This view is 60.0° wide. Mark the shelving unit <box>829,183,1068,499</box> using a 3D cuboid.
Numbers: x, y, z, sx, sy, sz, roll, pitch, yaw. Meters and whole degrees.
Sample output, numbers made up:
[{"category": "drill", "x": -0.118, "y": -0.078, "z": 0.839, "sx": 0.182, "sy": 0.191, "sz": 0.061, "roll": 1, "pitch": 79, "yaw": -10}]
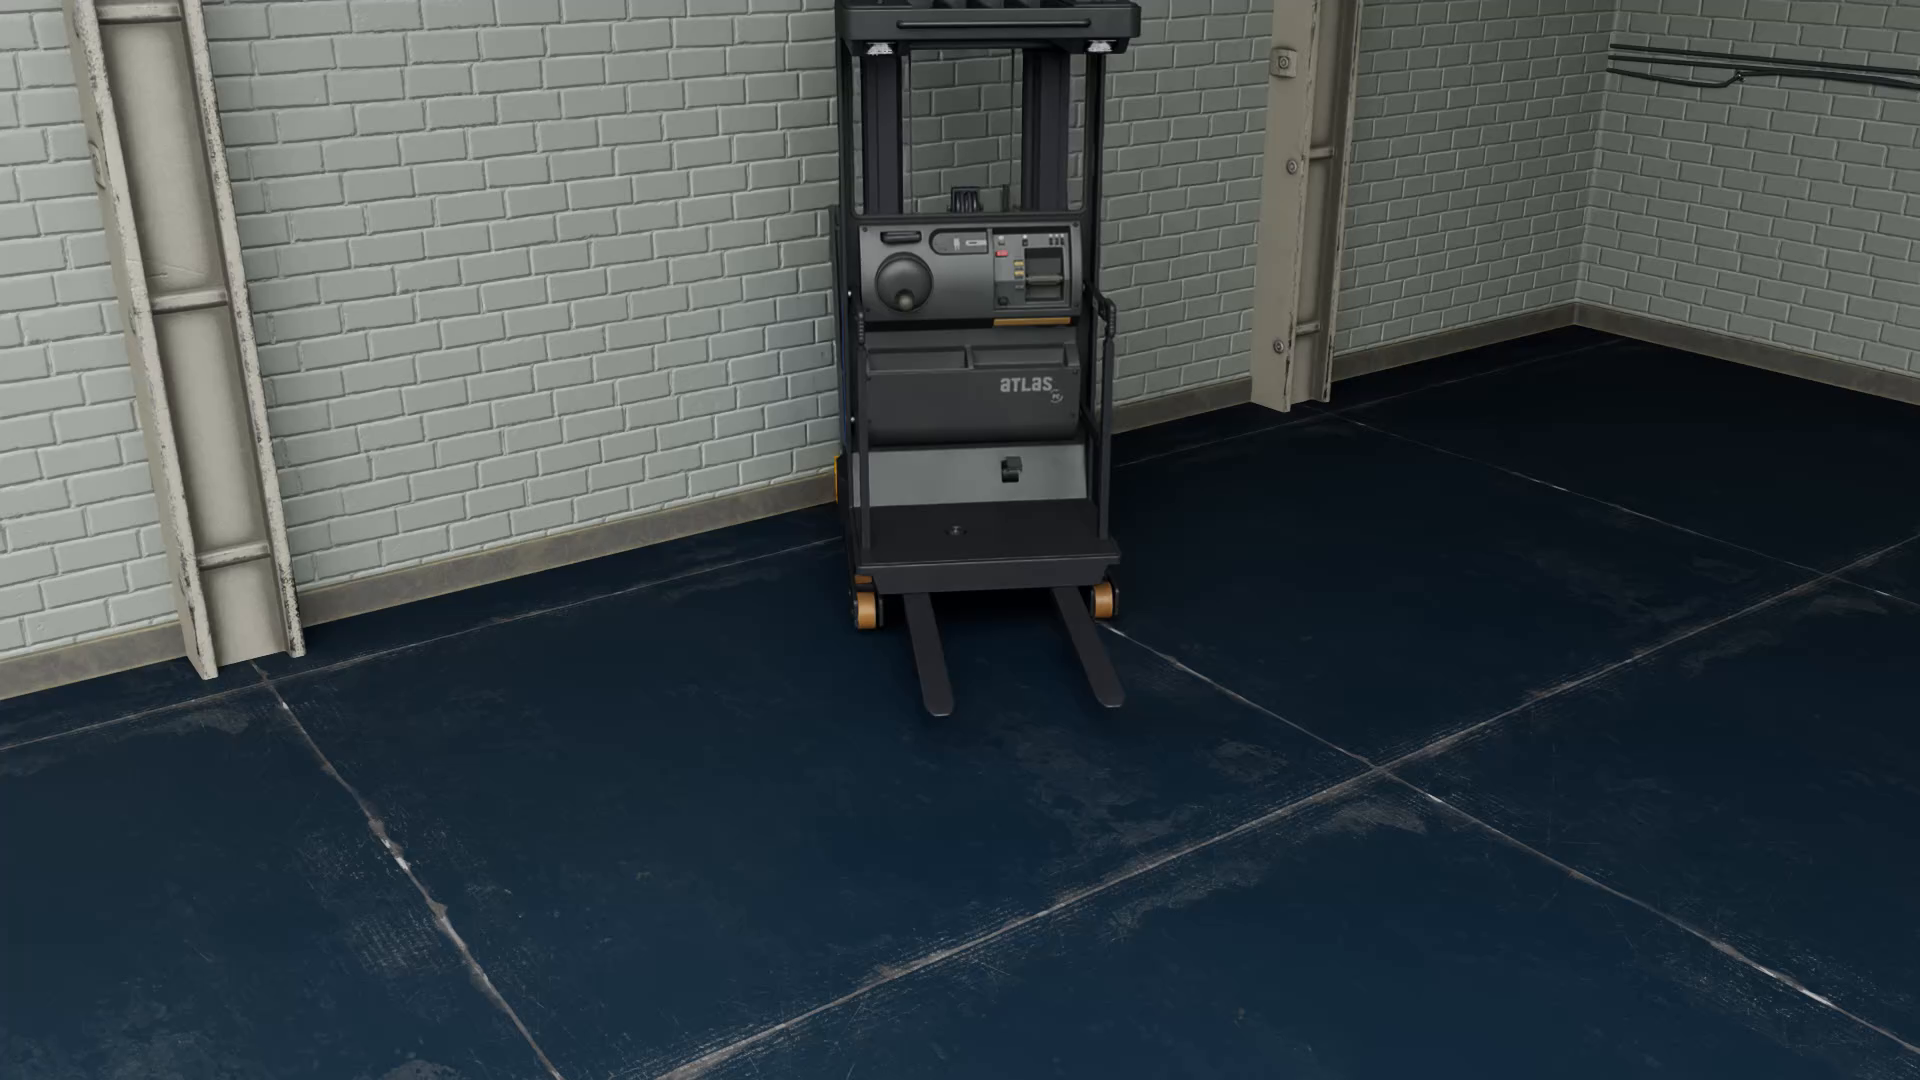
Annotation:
[{"category": "shelving unit", "x": -0.038, "y": -0.922, "z": 8.187, "sx": 1.083, "sy": 1.500, "sz": 0.587, "roll": -15, "pitch": 23, "yaw": -32}]

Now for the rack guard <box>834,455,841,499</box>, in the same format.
[{"category": "rack guard", "x": -0.429, "y": -0.228, "z": 8.129, "sx": 0.087, "sy": 0.250, "sz": 0.587, "roll": -15, "pitch": 23, "yaw": -32}]

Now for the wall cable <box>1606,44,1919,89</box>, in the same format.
[{"category": "wall cable", "x": 5.139, "y": -3.816, "z": 9.507, "sx": 0.112, "sy": 2.526, "sz": 3.097, "roll": -15, "pitch": 26, "yaw": -33}]

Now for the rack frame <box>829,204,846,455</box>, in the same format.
[{"category": "rack frame", "x": -0.446, "y": -0.816, "z": 7.919, "sx": 0.032, "sy": 1.500, "sz": 0.500, "roll": -15, "pitch": 23, "yaw": -32}]

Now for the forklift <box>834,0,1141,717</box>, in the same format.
[{"category": "forklift", "x": 0.073, "y": -1.117, "z": 6.740, "sx": 1.130, "sy": 2.935, "sz": 3.031, "roll": -2, "pitch": 22, "yaw": -6}]

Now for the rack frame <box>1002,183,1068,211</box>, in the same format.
[{"category": "rack frame", "x": 0.385, "y": -1.032, "z": 8.464, "sx": 0.032, "sy": 1.500, "sz": 0.500, "roll": -15, "pitch": 23, "yaw": -32}]

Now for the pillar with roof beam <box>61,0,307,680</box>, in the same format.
[{"category": "pillar with roof beam", "x": -0.381, "y": -2.424, "z": 1.830, "sx": 0.400, "sy": 9.000, "sz": 9.100, "roll": -15, "pitch": 26, "yaw": -33}]

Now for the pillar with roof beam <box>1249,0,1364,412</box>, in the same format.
[{"category": "pillar with roof beam", "x": 4.490, "y": -3.723, "z": 5.084, "sx": 0.400, "sy": 9.000, "sz": 9.100, "roll": -15, "pitch": 26, "yaw": -33}]
